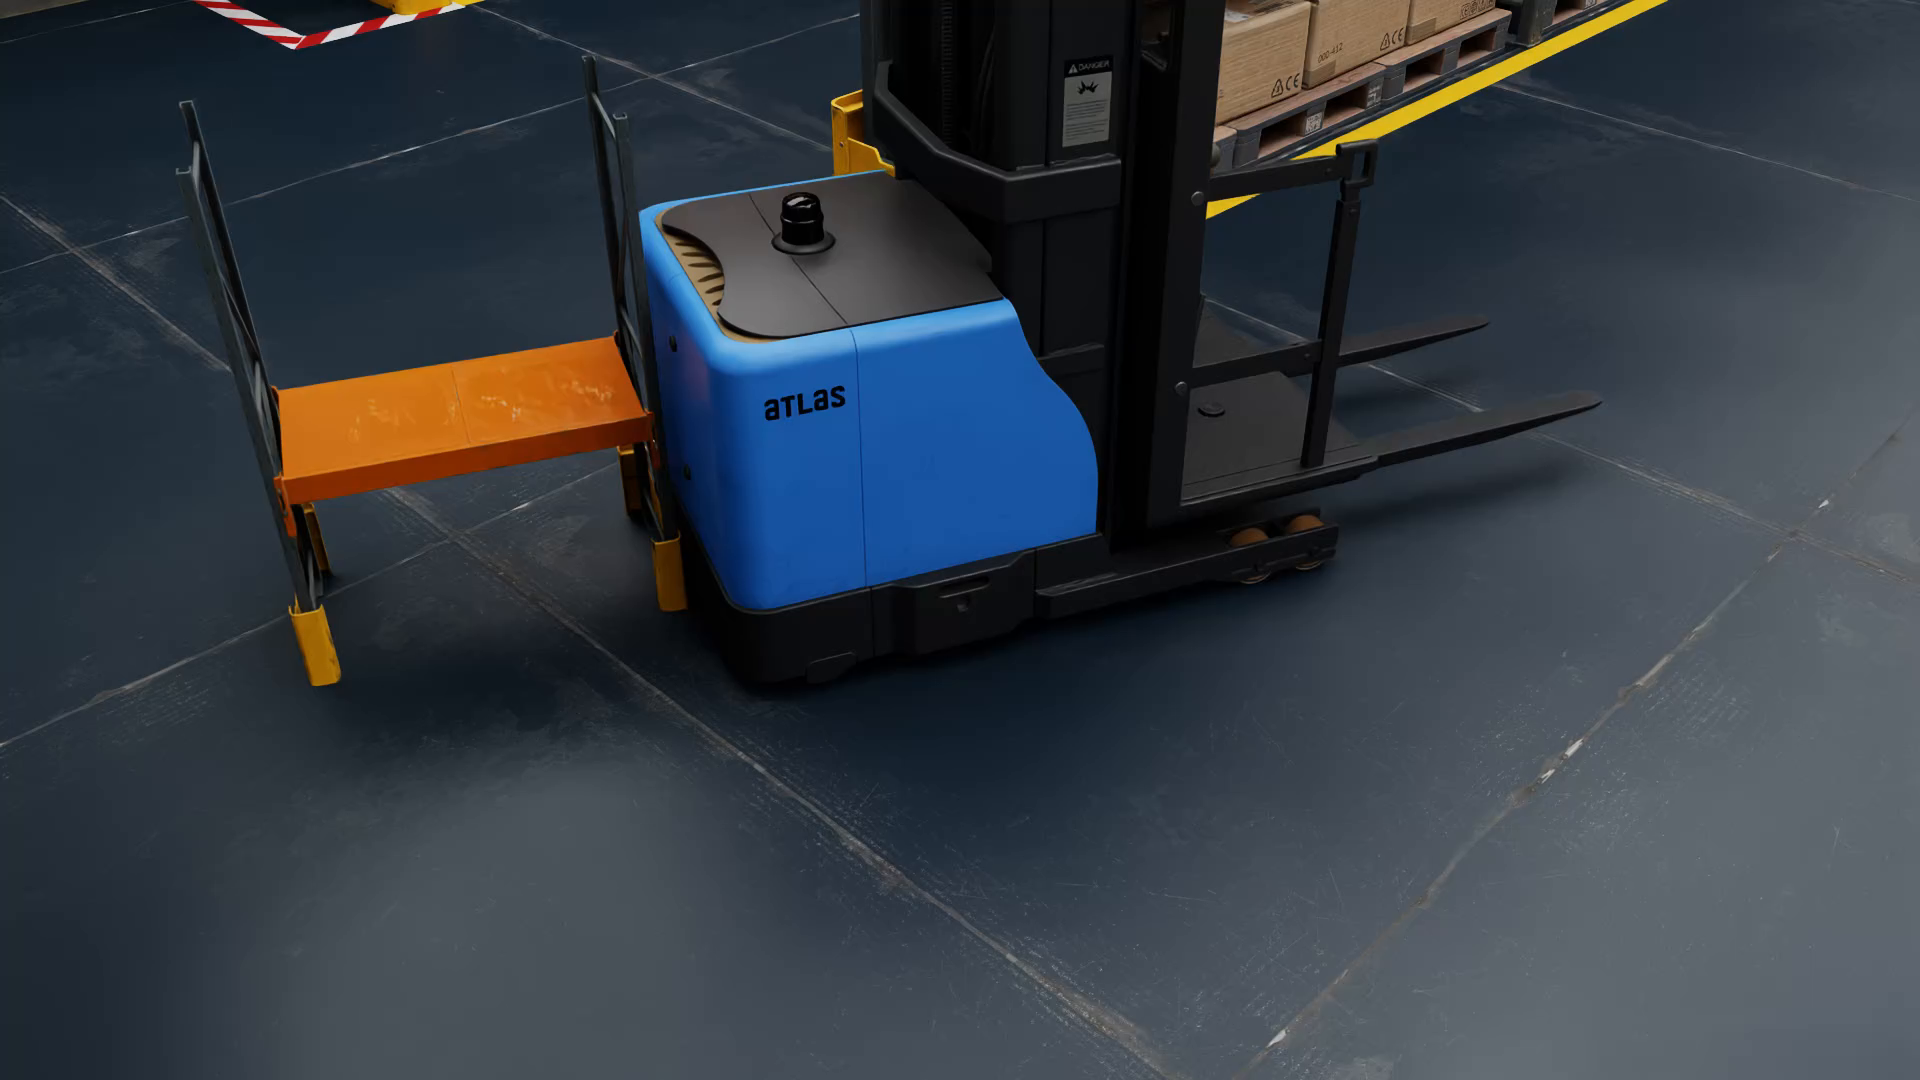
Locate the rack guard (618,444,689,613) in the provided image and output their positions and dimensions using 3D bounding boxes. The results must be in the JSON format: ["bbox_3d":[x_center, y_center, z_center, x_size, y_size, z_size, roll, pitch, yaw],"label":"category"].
[{"bbox_3d":[-0.944,-0.049,5.102,0.087,0.250,0.587,-12,37,-16],"label":"rack guard"}]

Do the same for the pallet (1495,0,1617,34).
[{"bbox_3d":[3.289,-3.338,9.852,1.003,0.211,1.213,30,45,35],"label":"pallet"}]

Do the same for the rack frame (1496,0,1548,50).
[{"bbox_3d":[2.799,-4.139,8.562,1.000,3.000,0.127,30,45,35],"label":"rack frame"}]

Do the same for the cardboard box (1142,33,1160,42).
[{"bbox_3d":[0.375,-1.944,7.288,0.875,0.438,0.875,28,44,34],"label":"cardboard box"}]

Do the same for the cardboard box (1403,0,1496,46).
[{"bbox_3d":[2.280,-3.048,8.871,0.875,0.438,0.875,29,44,35],"label":"cardboard box"}]

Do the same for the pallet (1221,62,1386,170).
[{"bbox_3d":[1.348,-2.220,8.249,1.003,0.211,1.213,30,45,35],"label":"pallet"}]

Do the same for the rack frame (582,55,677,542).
[{"bbox_3d":[-0.926,-0.566,4.750,0.032,1.500,0.500,-12,37,-16],"label":"rack frame"}]

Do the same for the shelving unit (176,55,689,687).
[{"bbox_3d":[-1.412,-0.464,4.604,1.083,1.500,0.587,-12,37,-16],"label":"shelving unit"}]

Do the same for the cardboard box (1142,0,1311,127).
[{"bbox_3d":[1.013,-2.319,7.826,0.875,0.438,0.875,-29,44,-34],"label":"cardboard box"}]

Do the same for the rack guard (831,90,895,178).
[{"bbox_3d":[-0.036,-1.480,6.935,1.175,0.500,0.348,30,45,35],"label":"rack guard"}]

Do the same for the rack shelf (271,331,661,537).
[{"bbox_3d":[-1.404,-0.318,4.710,1.000,0.185,0.538,-12,37,-16],"label":"rack shelf"}]

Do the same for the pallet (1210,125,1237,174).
[{"bbox_3d":[0.488,-1.727,7.542,1.003,0.211,1.213,30,45,35],"label":"pallet"}]

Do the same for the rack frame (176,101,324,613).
[{"bbox_3d":[-1.881,-0.366,4.464,0.032,1.500,0.500,-12,37,-16],"label":"rack frame"}]

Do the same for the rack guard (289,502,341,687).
[{"bbox_3d":[-1.880,0.146,4.821,0.087,0.250,0.587,-12,37,-16],"label":"rack guard"}]

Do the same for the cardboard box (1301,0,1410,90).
[{"bbox_3d":[1.650,-2.685,8.350,0.875,0.438,0.875,28,44,34],"label":"cardboard box"}]

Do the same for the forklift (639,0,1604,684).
[{"bbox_3d":[0.614,-1.336,4.603,3.031,2.935,1.130,-13,37,-18],"label":"forklift"}]

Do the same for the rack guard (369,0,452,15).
[{"bbox_3d":[-3.491,-3.519,9.859,1.175,0.500,0.348,30,45,35],"label":"rack guard"}]

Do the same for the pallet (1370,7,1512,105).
[{"bbox_3d":[2.208,-2.718,8.962,1.003,0.211,1.213,30,45,35],"label":"pallet"}]

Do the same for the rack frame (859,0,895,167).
[{"bbox_3d":[-0.019,-2.515,6.234,1.000,3.000,0.127,30,45,35],"label":"rack frame"}]
